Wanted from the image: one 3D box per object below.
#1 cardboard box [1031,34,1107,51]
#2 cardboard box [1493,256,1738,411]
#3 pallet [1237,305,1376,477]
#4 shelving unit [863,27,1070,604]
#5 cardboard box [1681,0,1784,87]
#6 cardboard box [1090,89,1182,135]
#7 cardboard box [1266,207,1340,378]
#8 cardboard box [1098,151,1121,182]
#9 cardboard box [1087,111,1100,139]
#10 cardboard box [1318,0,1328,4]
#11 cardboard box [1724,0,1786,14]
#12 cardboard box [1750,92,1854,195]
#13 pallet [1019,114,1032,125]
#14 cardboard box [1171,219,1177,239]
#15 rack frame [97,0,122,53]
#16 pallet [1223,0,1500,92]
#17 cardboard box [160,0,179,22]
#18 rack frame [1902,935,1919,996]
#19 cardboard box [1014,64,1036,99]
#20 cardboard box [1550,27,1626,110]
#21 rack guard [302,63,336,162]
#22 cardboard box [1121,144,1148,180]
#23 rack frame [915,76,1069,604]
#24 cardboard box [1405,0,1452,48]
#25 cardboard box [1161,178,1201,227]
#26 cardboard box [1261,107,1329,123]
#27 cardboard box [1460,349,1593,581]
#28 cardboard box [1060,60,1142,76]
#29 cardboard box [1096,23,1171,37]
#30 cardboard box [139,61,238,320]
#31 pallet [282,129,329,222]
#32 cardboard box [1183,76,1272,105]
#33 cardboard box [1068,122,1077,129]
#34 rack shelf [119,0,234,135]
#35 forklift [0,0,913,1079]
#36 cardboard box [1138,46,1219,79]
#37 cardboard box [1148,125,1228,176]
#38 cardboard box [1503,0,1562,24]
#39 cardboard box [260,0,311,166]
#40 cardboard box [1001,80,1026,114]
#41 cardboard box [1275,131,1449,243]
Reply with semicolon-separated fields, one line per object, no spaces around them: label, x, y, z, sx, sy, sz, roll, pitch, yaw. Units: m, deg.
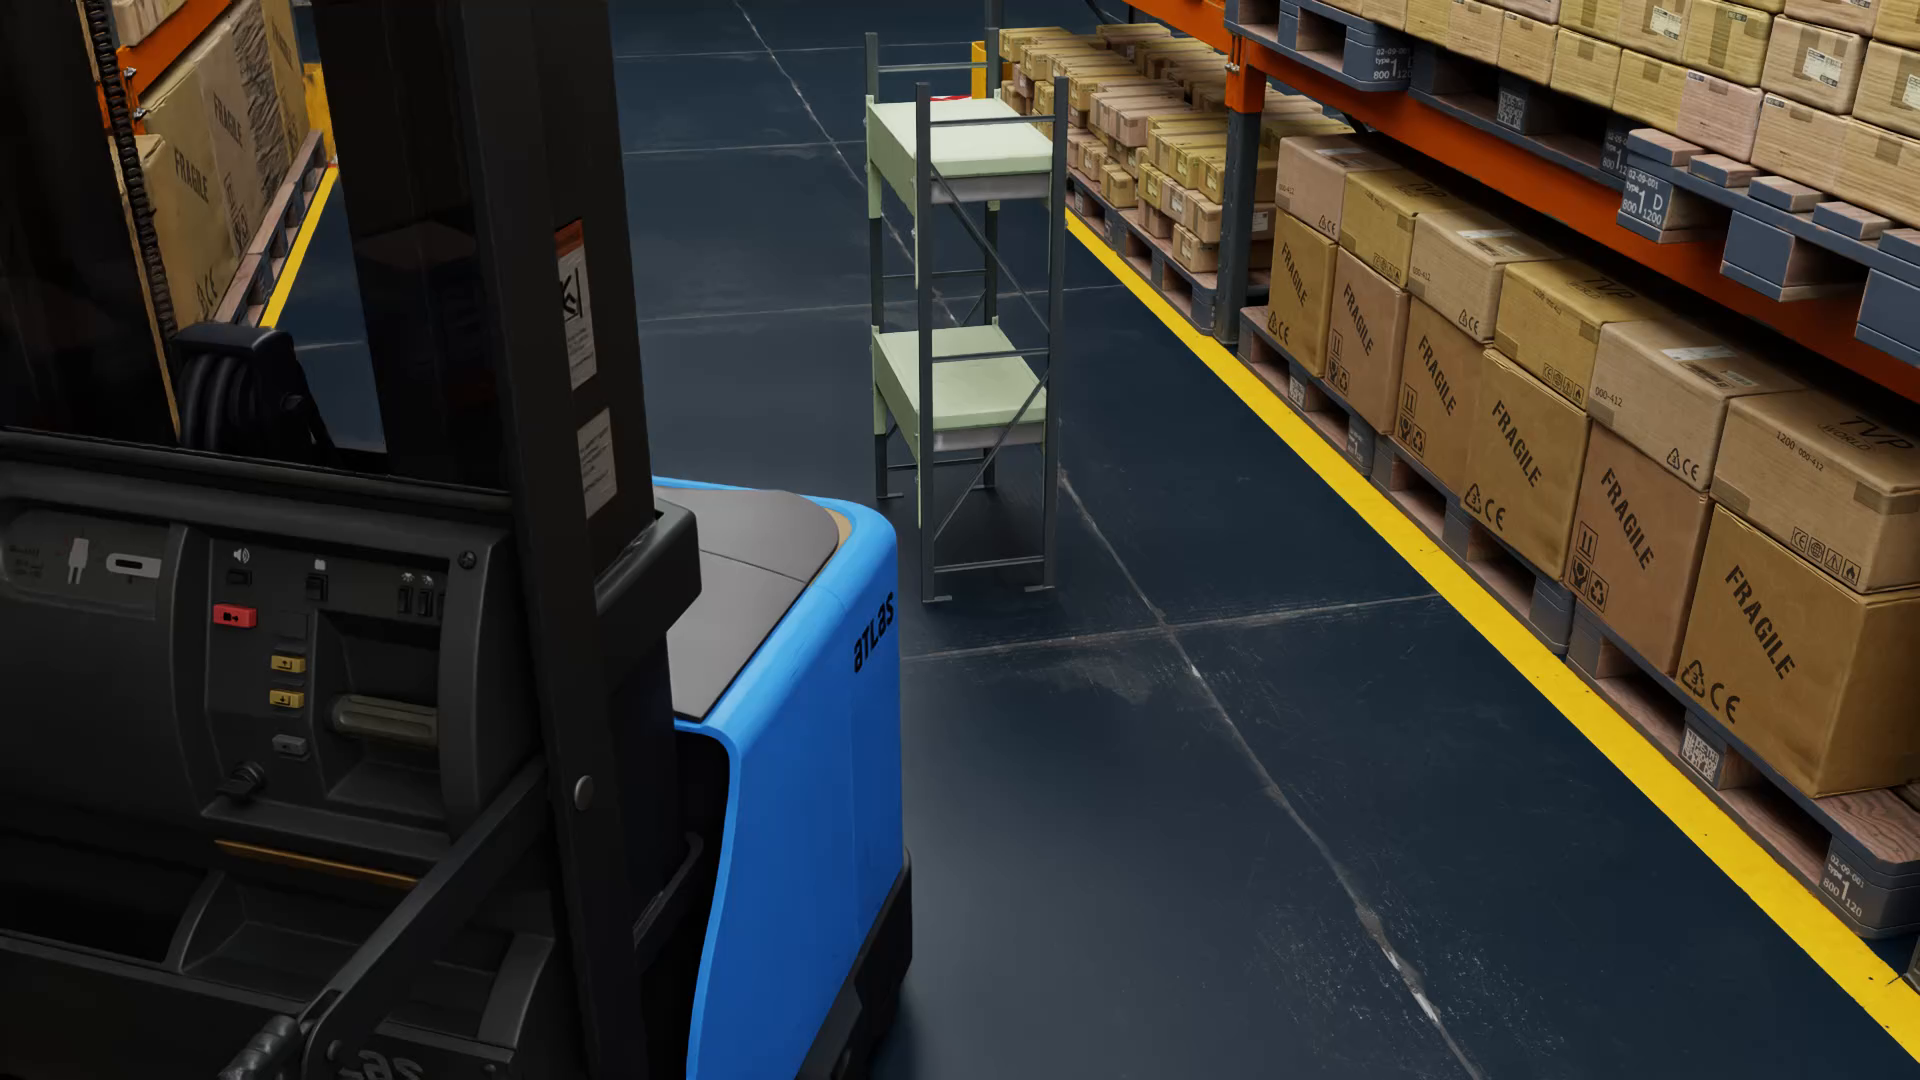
cardboard box;0.616;-2.770;9.447;0.380;0.149;0.250;-5;27;-11
cardboard box;1.820;-0.577;4.539;0.500;0.250;0.500;-5;27;-10
pallet;1.728;-0.621;6.246;1.003;0.211;1.213;-6;27;-12
shelving unit;0.002;-0.667;4.906;0.431;1.500;0.755;-6;27;-12
cardboard box;1.774;-1.062;3.508;0.380;0.149;0.250;-5;27;-10
cardboard box;0.852;-2.083;8.085;0.380;0.149;0.250;-7;28;-13
cardboard box;1.459;-0.928;6.067;0.500;0.500;0.500;-5;27;-10
cardboard box;0.904;-1.835;8.255;0.380;0.149;0.250;-5;27;-11
cardboard box;0.872;-2.185;8.618;0.380;0.149;0.250;-5;27;-9
cardboard box;1.313;-1.832;5.363;0.380;0.149;0.250;-6;27;-11
cardboard box;1.782;-1.186;3.424;0.380;0.149;0.250;-5;27;-10
cardboard box;1.840;-0.806;3.330;0.380;0.149;0.250;-6;27;-12
pallet;0.816;-2.325;9.622;1.003;0.211;1.213;-6;27;-12
cardboard box;1.154;-1.382;7.357;0.380;0.149;0.250;-5;27;-10
rack frame;-3.304;-1.748;5.384;1.000;3.000;0.127;-6;27;-12
pallet;1.582;-1.771;5.644;1.003;0.211;1.213;-6;27;-12
cardboard box;-3.166;-2.030;6.223;0.380;0.149;0.250;-5;27;-10
rack frame;2.453;-0.451;2.815;1.000;3.000;0.127;-6;27;-12
cardboard box;0.525;-2.629;9.497;0.380;0.149;0.250;-6;27;-12
cardboard box;1.666;-1.146;4.005;0.380;0.149;0.250;-7;28;-14
rack guard;-4.211;-2.399;9.448;1.175;0.500;0.348;-6;27;-12
cardboard box;0.983;-1.824;7.903;0.380;0.149;0.250;-5;27;-10
rack frame;0.084;-0.506;4.588;0.400;1.500;0.023;-6;27;-12
cardboard box;1.492;-1.490;4.687;0.380;0.149;0.250;-6;27;-13
cardboard box;1.098;-1.478;7.218;0.380;0.149;0.250;-7;28;-14
cardboard box;1.485;-1.905;7.733;0.380;0.149;0.250;-7;28;-13
cardboard box;1.801;-0.244;4.713;0.500;0.500;0.500;-7;28;-14
cardboard box;0.738;-2.424;8.760;0.380;0.149;0.250;-5;27;-10
cardboard box;1.016;-2.937;9.778;0.380;0.149;0.250;-6;27;-11
cardboard box;-3.375;-1.285;6.359;0.875;0.875;0.875;-6;27;-12
pallet;-3.949;-1.916;8.812;1.003;0.211;1.213;-6;27;-12
cardboard box;1.348;-2.249;8.414;0.380;0.149;0.250;-6;27;-11
cardboard box;0.759;-2.175;8.928;0.380;0.149;0.250;-6;27;-11
rack shelf;-3.755;-2.305;7.286;1.077;0.370;4.000;-6;27;-12
forklift;-0.996;0.163;1.675;1.130;2.935;3.031;7;28;14
cardboard box;1.196;-2.600;9.110;0.380;0.149;0.250;-7;28;-14
cardboard box;1.058;-1.734;7.394;0.380;0.149;0.250;-6;27;-12
cardboard box;1.605;-1.396;4.170;0.380;0.149;0.250;-5;27;-10
cardboard box;-3.983;-2.470;8.707;0.875;0.875;0.875;-6;27;-12
cardboard box;0.456;-2.616;9.801;0.380;0.149;0.250;-5;27;-11
cardboard box;1.460;-1.262;5.898;0.500;0.250;0.500;-7;28;-14
